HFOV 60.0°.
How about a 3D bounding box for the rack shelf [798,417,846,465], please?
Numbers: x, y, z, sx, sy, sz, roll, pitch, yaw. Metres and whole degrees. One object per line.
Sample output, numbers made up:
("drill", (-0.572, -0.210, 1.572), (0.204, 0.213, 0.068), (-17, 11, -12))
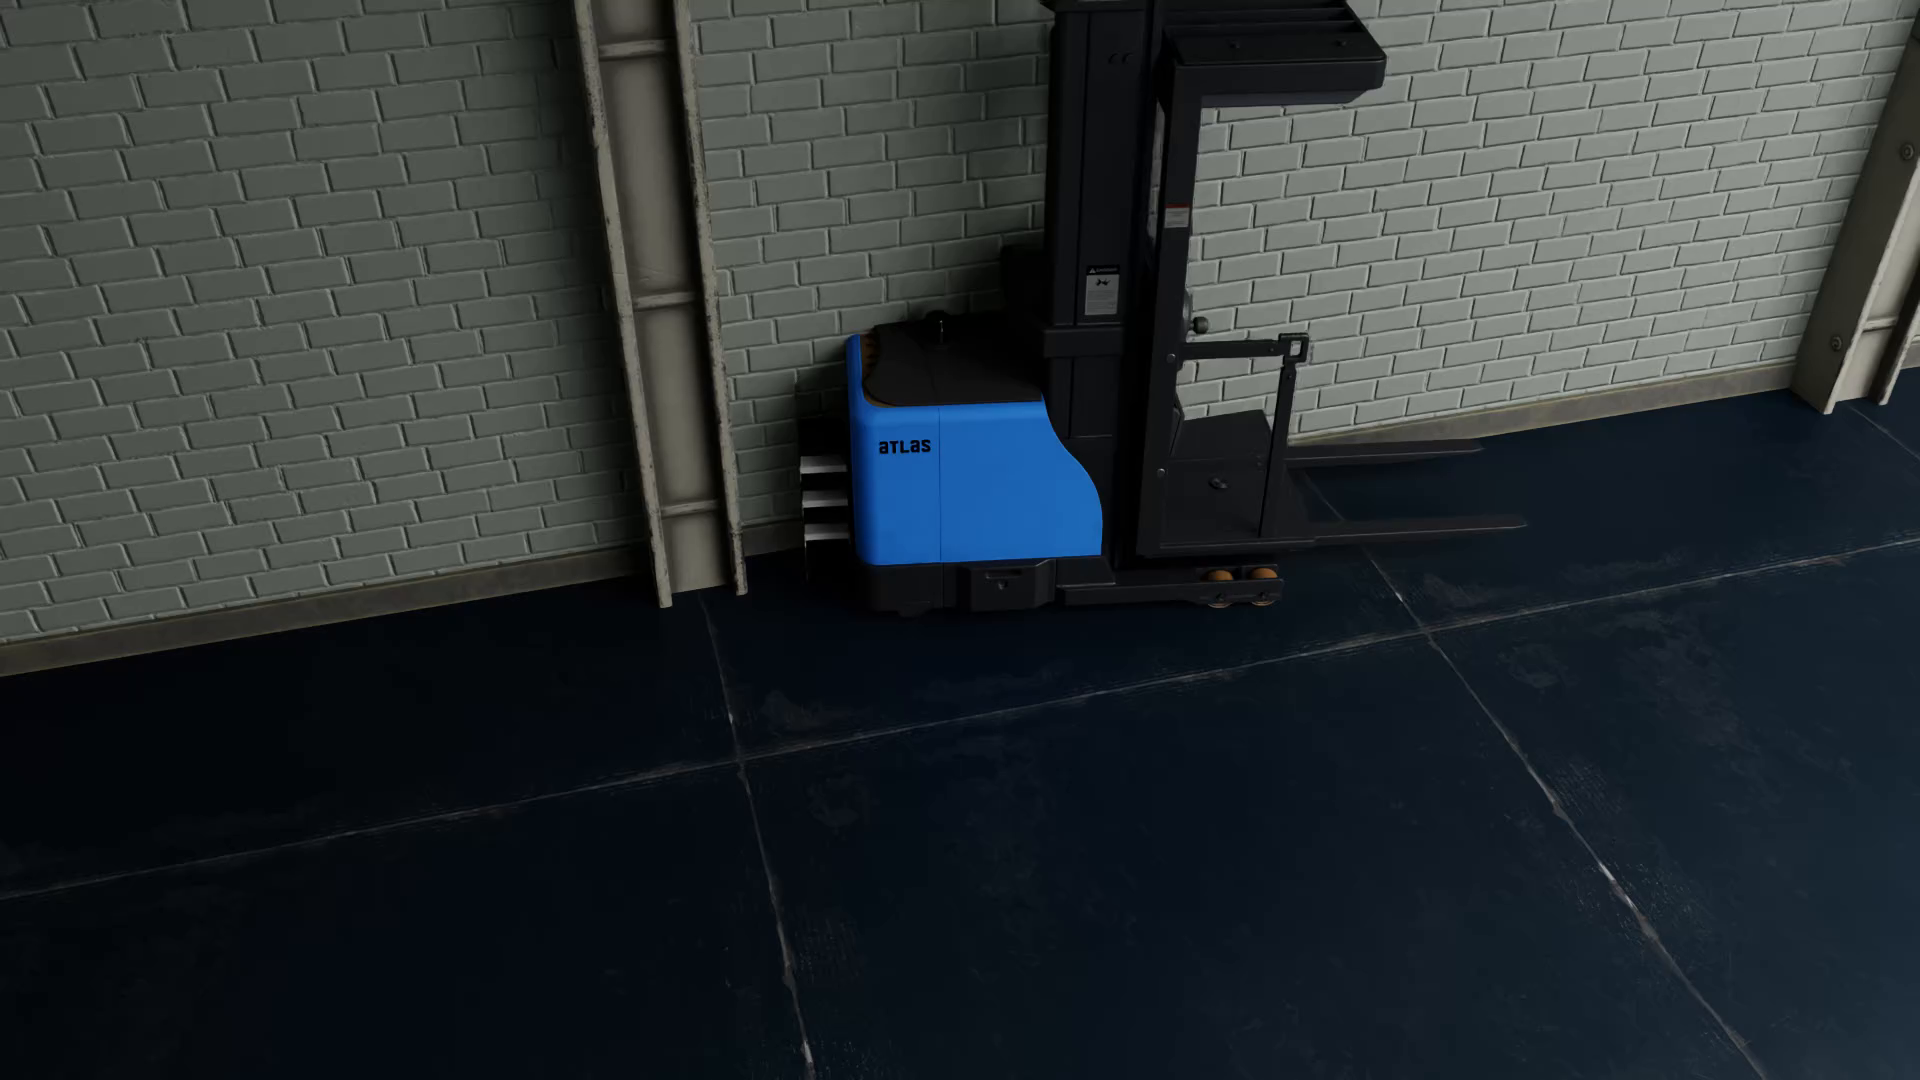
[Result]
("rack shelf", (-0.597, -0.433, 7.185), (0.200, 0.077, 0.258), (-3, 37, -4))

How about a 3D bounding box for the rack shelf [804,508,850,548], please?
("rack shelf", (-0.597, -0.075, 7.458), (0.200, 0.077, 0.258), (-3, 37, -4))

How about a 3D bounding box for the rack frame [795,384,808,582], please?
("rack frame", (-0.698, -0.239, 7.322), (0.006, 0.900, 0.240), (-3, 37, -4))

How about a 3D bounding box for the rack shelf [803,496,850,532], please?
("rack shelf", (-0.597, -0.146, 7.403), (0.200, 0.077, 0.258), (-3, 37, -4))

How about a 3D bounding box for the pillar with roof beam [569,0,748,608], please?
("pillar with roof beam", (-0.057, -0.869, 1.479), (0.400, 9.000, 9.100), (-9, 38, -12))

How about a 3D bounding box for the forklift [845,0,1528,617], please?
("forklift", (1.017, -1.183, 6.885), (3.031, 2.935, 1.130), (-3, 38, -4))

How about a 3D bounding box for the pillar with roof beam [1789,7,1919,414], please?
("pillar with roof beam", (5.736, -1.819, 2.722), (0.400, 9.000, 9.100), (-9, 38, -12))

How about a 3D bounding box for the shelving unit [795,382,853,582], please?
("shelving unit", (-0.597, -0.244, 7.329), (0.210, 0.900, 0.258), (-3, 37, -4))

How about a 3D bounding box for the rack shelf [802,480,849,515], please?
("rack shelf", (-0.597, -0.218, 7.349), (0.200, 0.077, 0.258), (-3, 37, -4))

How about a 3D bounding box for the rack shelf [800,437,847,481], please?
("rack shelf", (-0.597, -0.361, 7.240), (0.200, 0.077, 0.258), (-3, 37, -4))

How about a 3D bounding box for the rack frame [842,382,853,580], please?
("rack frame", (-0.495, -0.249, 7.335), (0.006, 0.900, 0.240), (-3, 37, -4))

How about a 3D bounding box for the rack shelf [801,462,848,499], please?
("rack shelf", (-0.597, -0.289, 7.294), (0.200, 0.077, 0.258), (-3, 37, -4))
